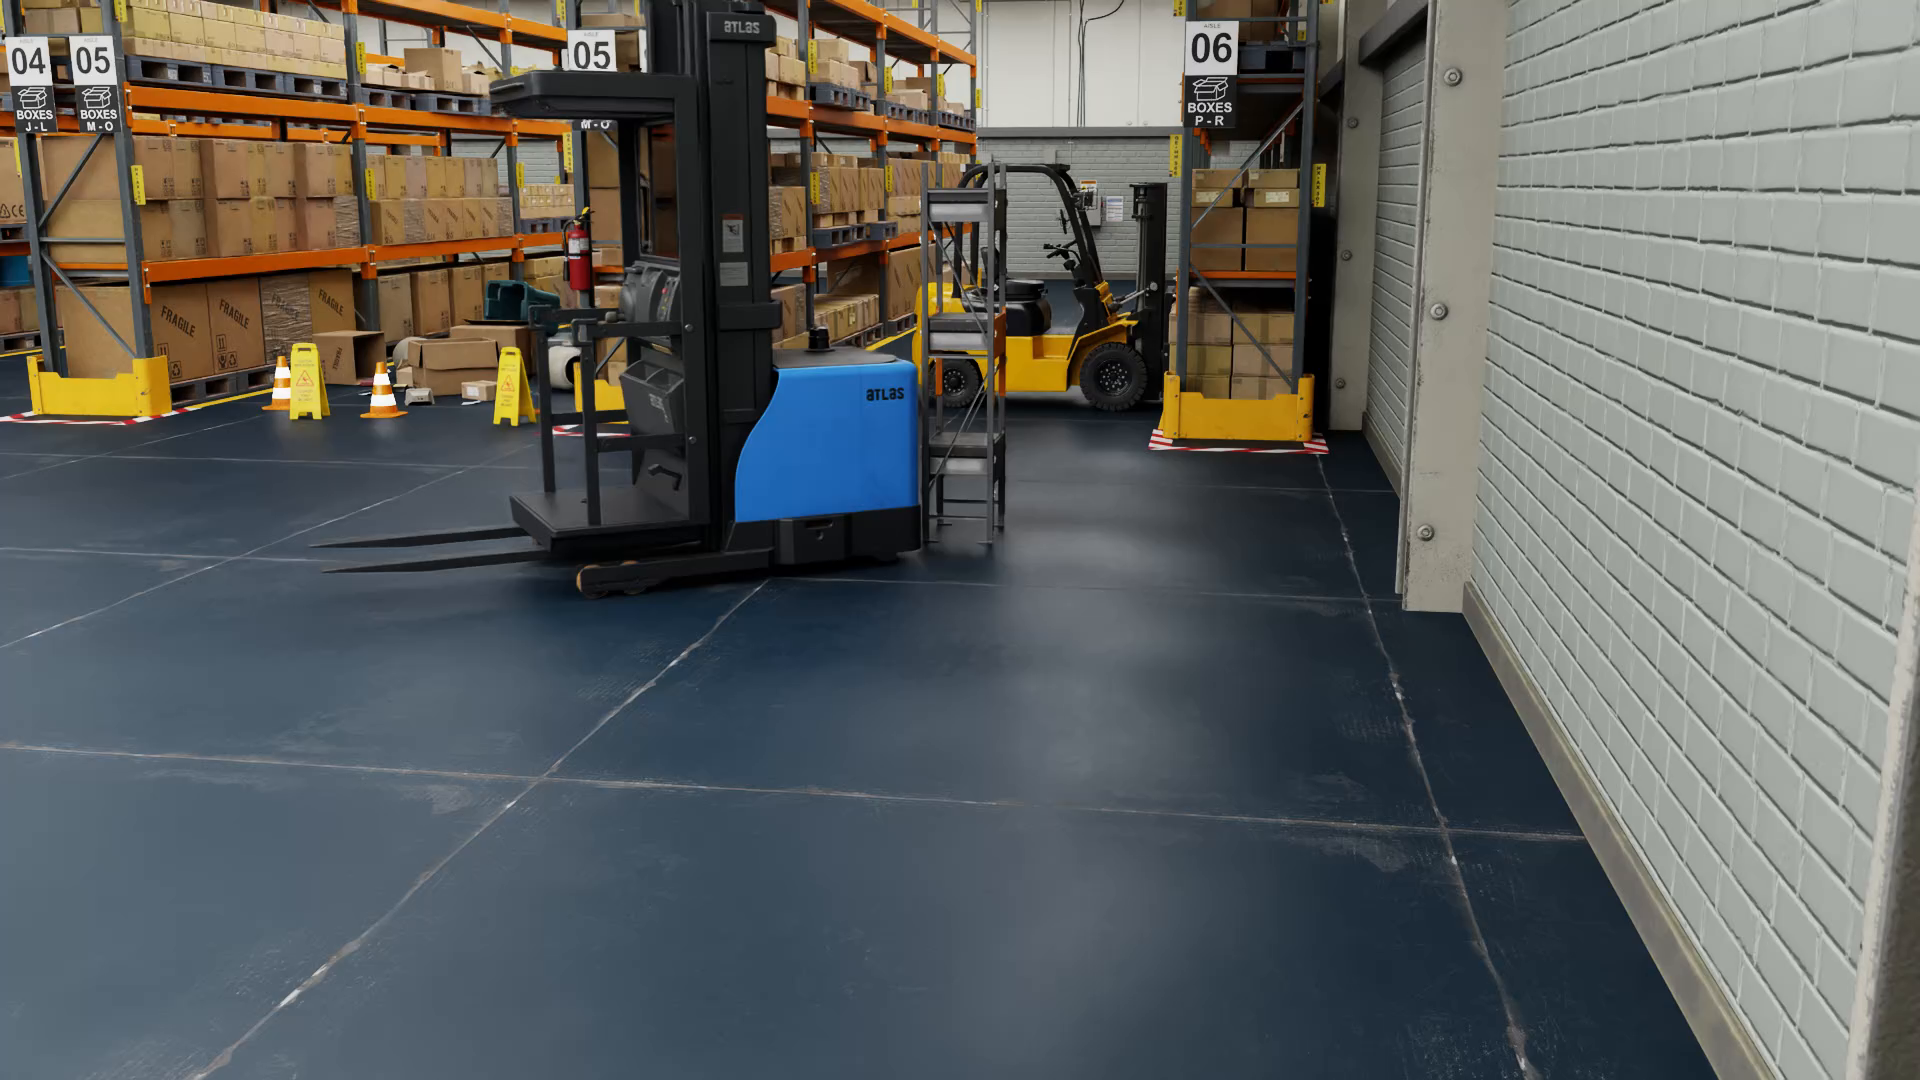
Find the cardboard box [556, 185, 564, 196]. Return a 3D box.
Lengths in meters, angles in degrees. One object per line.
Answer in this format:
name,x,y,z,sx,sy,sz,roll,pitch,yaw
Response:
cardboard box,-5.895,-5.002,23.770,0.380,0.149,0.250,2,12,10

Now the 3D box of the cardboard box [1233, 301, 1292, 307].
cardboard box,2.646,-1.952,14.588,0.500,0.250,0.500,2,12,8

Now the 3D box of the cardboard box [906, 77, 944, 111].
cardboard box,-0.538,-6.843,25.536,0.500,0.500,0.500,2,12,10

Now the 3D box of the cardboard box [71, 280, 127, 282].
cardboard box,-11.399,-3.184,22.036,0.700,0.500,0.500,1,12,4

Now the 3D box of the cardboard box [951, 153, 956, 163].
cardboard box,-0.278,-6.187,26.931,0.380,0.149,0.250,2,12,9

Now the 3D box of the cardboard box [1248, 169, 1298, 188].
cardboard box,2.487,-2.875,13.229,0.380,0.149,0.250,2,12,8

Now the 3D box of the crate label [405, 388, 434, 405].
crate label,-4.979,-1.323,15.308,0.250,0.136,0.298,-5,13,-21

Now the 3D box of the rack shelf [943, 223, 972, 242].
rack shelf,-0.528,-5.023,27.389,1.077,0.370,4.000,2,12,9

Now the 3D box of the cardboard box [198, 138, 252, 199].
cardboard box,-7.279,-3.507,15.725,0.875,0.550,0.550,2,12,9

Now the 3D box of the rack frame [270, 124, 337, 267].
rack frame,-10.628,-5.279,26.871,1.000,3.000,0.127,2,12,9

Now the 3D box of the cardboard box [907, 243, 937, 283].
cardboard box,-0.852,-3.993,24.950,0.875,0.875,0.875,2,12,10

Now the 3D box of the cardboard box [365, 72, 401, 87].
cardboard box,-6.568,-5.238,18.920,0.250,0.149,0.380,2,12,9

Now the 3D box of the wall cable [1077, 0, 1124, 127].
wall cable,3.865,-9.812,33.574,2.988,3.039,0.133,2,12,9

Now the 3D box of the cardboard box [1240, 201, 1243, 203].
cardboard box,3.170,-3.401,17.326,0.500,0.250,0.500,2,12,8

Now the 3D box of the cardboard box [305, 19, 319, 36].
cardboard box,-6.792,-5.229,16.984,0.380,0.149,0.250,2,12,9

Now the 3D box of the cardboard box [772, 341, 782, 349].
cardboard box,-2.046,-1.806,16.281,0.500,0.250,0.500,2,12,10

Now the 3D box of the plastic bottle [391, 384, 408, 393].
plastic bottle,-5.467,-1.485,16.238,0.133,0.061,0.283,-2,12,-11

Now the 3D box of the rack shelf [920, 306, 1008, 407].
rack shelf,0.025,-1.048,9.435,0.431,0.518,0.480,2,12,9

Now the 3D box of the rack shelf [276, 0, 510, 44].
rack shelf,-6.665,-6.234,19.718,1.077,0.370,4.000,2,12,9

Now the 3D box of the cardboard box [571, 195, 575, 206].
cardboard box,-5.808,-4.962,24.290,0.380,0.149,0.250,2,12,9

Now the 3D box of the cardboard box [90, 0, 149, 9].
cardboard box,-7.222,-4.646,14.283,0.380,0.149,0.250,2,12,9

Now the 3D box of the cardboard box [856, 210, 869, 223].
cardboard box,-1.308,-3.910,20.118,0.380,0.149,0.250,2,12,10

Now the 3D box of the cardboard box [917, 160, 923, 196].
cardboard box,-0.826,-5.182,23.808,0.500,0.500,0.500,2,12,10

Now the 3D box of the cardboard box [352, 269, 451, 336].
cardboard box,-6.814,-2.871,20.037,1.050,0.750,0.750,2,12,9

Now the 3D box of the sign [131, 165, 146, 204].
sign,-7.041,-3.042,14.248,0.100,0.325,0.005,2,12,9

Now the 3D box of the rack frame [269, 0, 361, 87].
rack frame,-6.973,-6.365,17.668,1.000,3.000,0.127,2,12,9

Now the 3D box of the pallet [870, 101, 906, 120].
pallet,-1.404,-5.635,21.851,1.213,0.211,1.003,2,12,11

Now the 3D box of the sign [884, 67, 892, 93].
sign,-0.915,-5.827,21.063,0.100,0.325,0.005,2,12,9

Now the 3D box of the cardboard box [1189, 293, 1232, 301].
cardboard box,2.301,-2.182,15.656,0.500,0.250,0.500,2,12,11

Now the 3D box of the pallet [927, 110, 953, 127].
pallet,-0.700,-6.551,25.863,1.003,0.211,1.213,2,12,9

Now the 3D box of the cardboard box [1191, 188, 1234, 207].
cardboard box,2.000,-2.748,13.345,0.380,0.149,0.250,2,12,9

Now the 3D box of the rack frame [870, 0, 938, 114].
rack frame,-0.836,-7.891,24.749,1.000,3.000,0.127,2,12,9

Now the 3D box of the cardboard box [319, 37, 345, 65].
cardboard box,-6.795,-5.114,17.400,0.500,0.250,0.500,2,12,8

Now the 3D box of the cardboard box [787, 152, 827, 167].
cardboard box,-1.644,-4.096,17.900,0.380,0.149,0.250,2,12,8

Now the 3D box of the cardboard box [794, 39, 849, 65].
cardboard box,-1.514,-5.348,18.243,0.500,0.250,0.500,2,12,7

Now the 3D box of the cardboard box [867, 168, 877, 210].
cardboard box,-1.315,-4.314,20.449,0.500,0.500,0.500,2,12,8

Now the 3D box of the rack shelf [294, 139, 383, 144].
rack shelf,-10.320,-6.880,28.547,0.831,0.071,3.687,2,12,9

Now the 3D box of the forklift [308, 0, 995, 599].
forklift,-1.527,-1.297,8.552,3.560,2.935,1.130,-6,13,-25

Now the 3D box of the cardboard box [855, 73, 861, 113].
cardboard box,-1.607,-5.444,20.277,0.700,0.500,0.500,2,12,9

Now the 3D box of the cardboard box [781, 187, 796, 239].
cardboard box,-1.961,-3.279,16.647,0.500,0.500,0.500,2,12,11

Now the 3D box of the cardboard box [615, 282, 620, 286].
cardboard box,-5.371,-4.120,26.554,0.380,0.149,0.250,2,12,11

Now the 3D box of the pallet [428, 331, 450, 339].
pallet,-6.743,-2.487,20.532,1.003,0.211,1.213,2,12,9

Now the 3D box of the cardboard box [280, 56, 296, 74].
cardboard box,-6.869,-4.732,16.575,0.380,0.149,0.250,2,12,10

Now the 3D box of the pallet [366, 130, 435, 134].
pallet,-10.116,-7.380,29.710,1.003,0.211,1.213,2,12,9

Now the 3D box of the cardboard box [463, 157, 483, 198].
cardboard box,-6.513,-4.604,21.127,0.700,0.500,0.500,2,12,8

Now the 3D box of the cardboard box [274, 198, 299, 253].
cardboard box,-7.279,-3.205,16.888,0.875,0.550,0.550,2,12,9

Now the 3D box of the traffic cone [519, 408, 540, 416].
traffic cone,-3.890,-1.352,14.666,0.336,0.463,0.334,2,12,9

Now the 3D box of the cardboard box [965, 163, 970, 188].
cardboard box,-0.111,-6.111,28.118,0.500,0.500,0.500,2,12,9

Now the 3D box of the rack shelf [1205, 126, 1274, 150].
rack shelf,3.762,-5.497,22.466,1.077,0.370,4.000,2,12,9

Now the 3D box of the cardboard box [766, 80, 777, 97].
cardboard box,-1.986,-4.347,16.021,0.380,0.149,0.250,2,12,10

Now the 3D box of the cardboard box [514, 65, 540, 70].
cardboard box,-5.944,-6.391,22.856,0.396,0.266,0.258,2,12,9

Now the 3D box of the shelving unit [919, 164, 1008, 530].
shelving unit,0.026,-1.061,9.434,0.431,2.100,0.499,2,12,9
